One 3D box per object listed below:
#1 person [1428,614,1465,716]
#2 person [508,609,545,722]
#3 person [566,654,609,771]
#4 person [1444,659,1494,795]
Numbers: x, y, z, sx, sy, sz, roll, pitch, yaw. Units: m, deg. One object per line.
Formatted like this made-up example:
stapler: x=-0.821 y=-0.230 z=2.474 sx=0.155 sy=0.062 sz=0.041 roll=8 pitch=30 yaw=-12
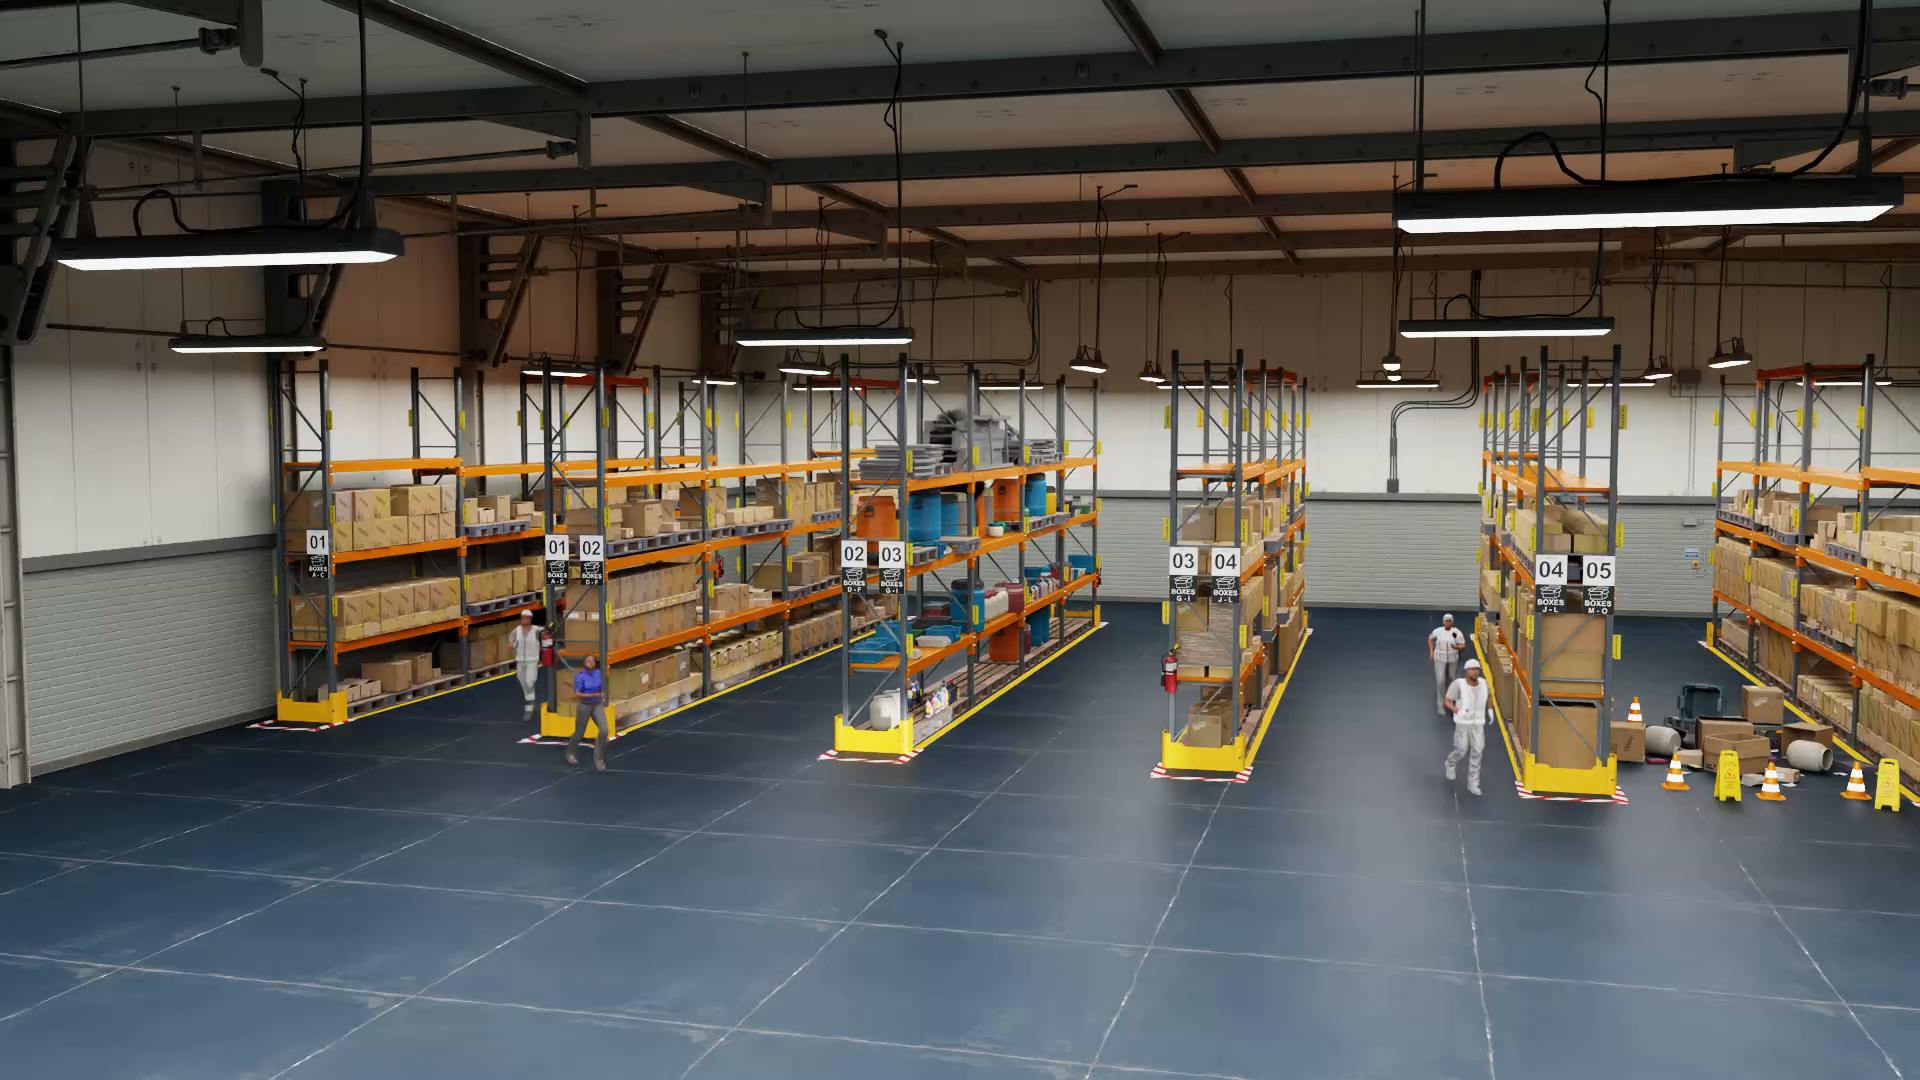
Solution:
person: x=8.351 y=2.113 z=28.543 sx=0.579 sy=1.711 sz=0.836 roll=1 pitch=4 yaw=10
person: x=-7.267 y=2.078 z=27.984 sx=0.653 sy=1.827 sz=0.871 roll=0 pitch=4 yaw=6
person: x=-5.326 y=2.466 z=23.910 sx=0.583 sy=1.696 sz=0.881 roll=-4 pitch=5 yaw=-40
person: x=6.908 y=2.498 z=22.581 sx=0.709 sy=1.790 sz=0.835 roll=0 pitch=4 yaw=-7
